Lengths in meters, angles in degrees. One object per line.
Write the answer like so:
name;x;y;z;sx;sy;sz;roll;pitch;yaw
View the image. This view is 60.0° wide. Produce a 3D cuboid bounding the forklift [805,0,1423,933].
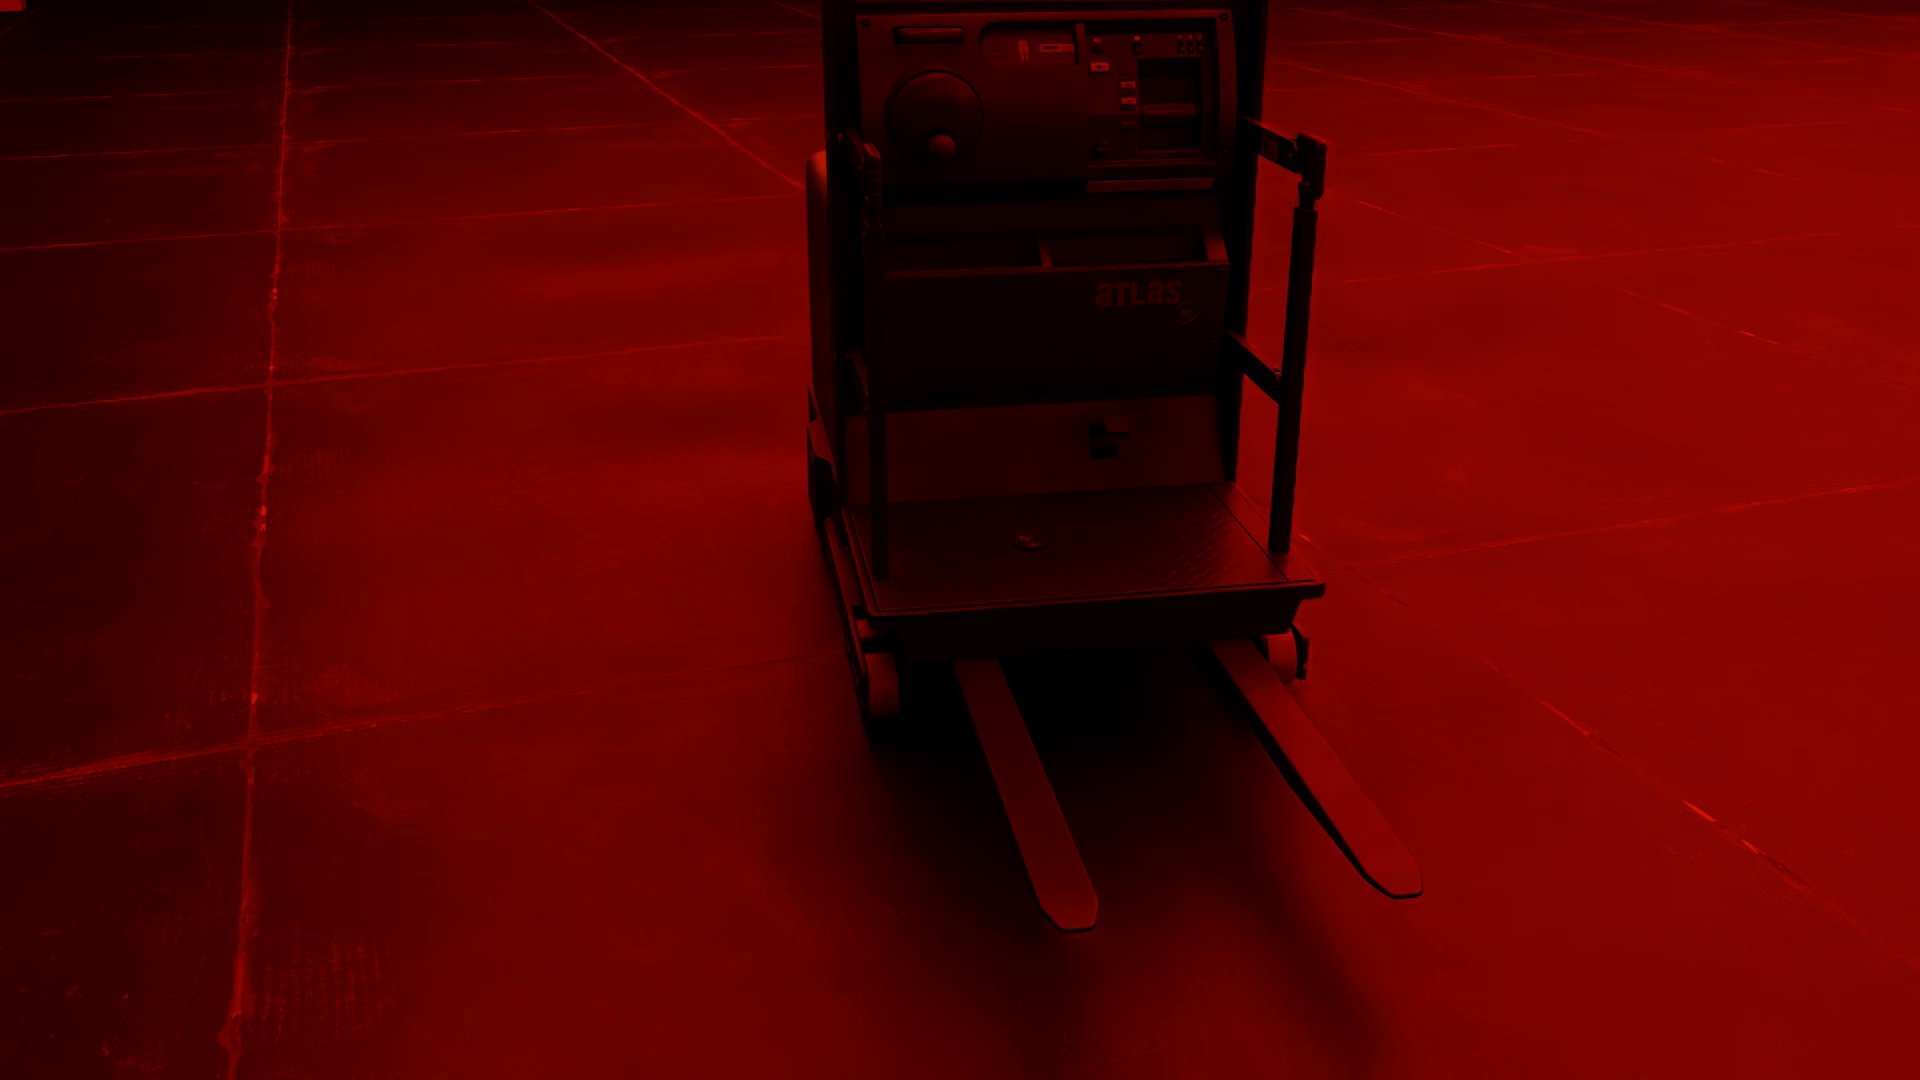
forklift;0.253;-1.066;3.834;1.130;2.935;3.031;-4;23;-9
